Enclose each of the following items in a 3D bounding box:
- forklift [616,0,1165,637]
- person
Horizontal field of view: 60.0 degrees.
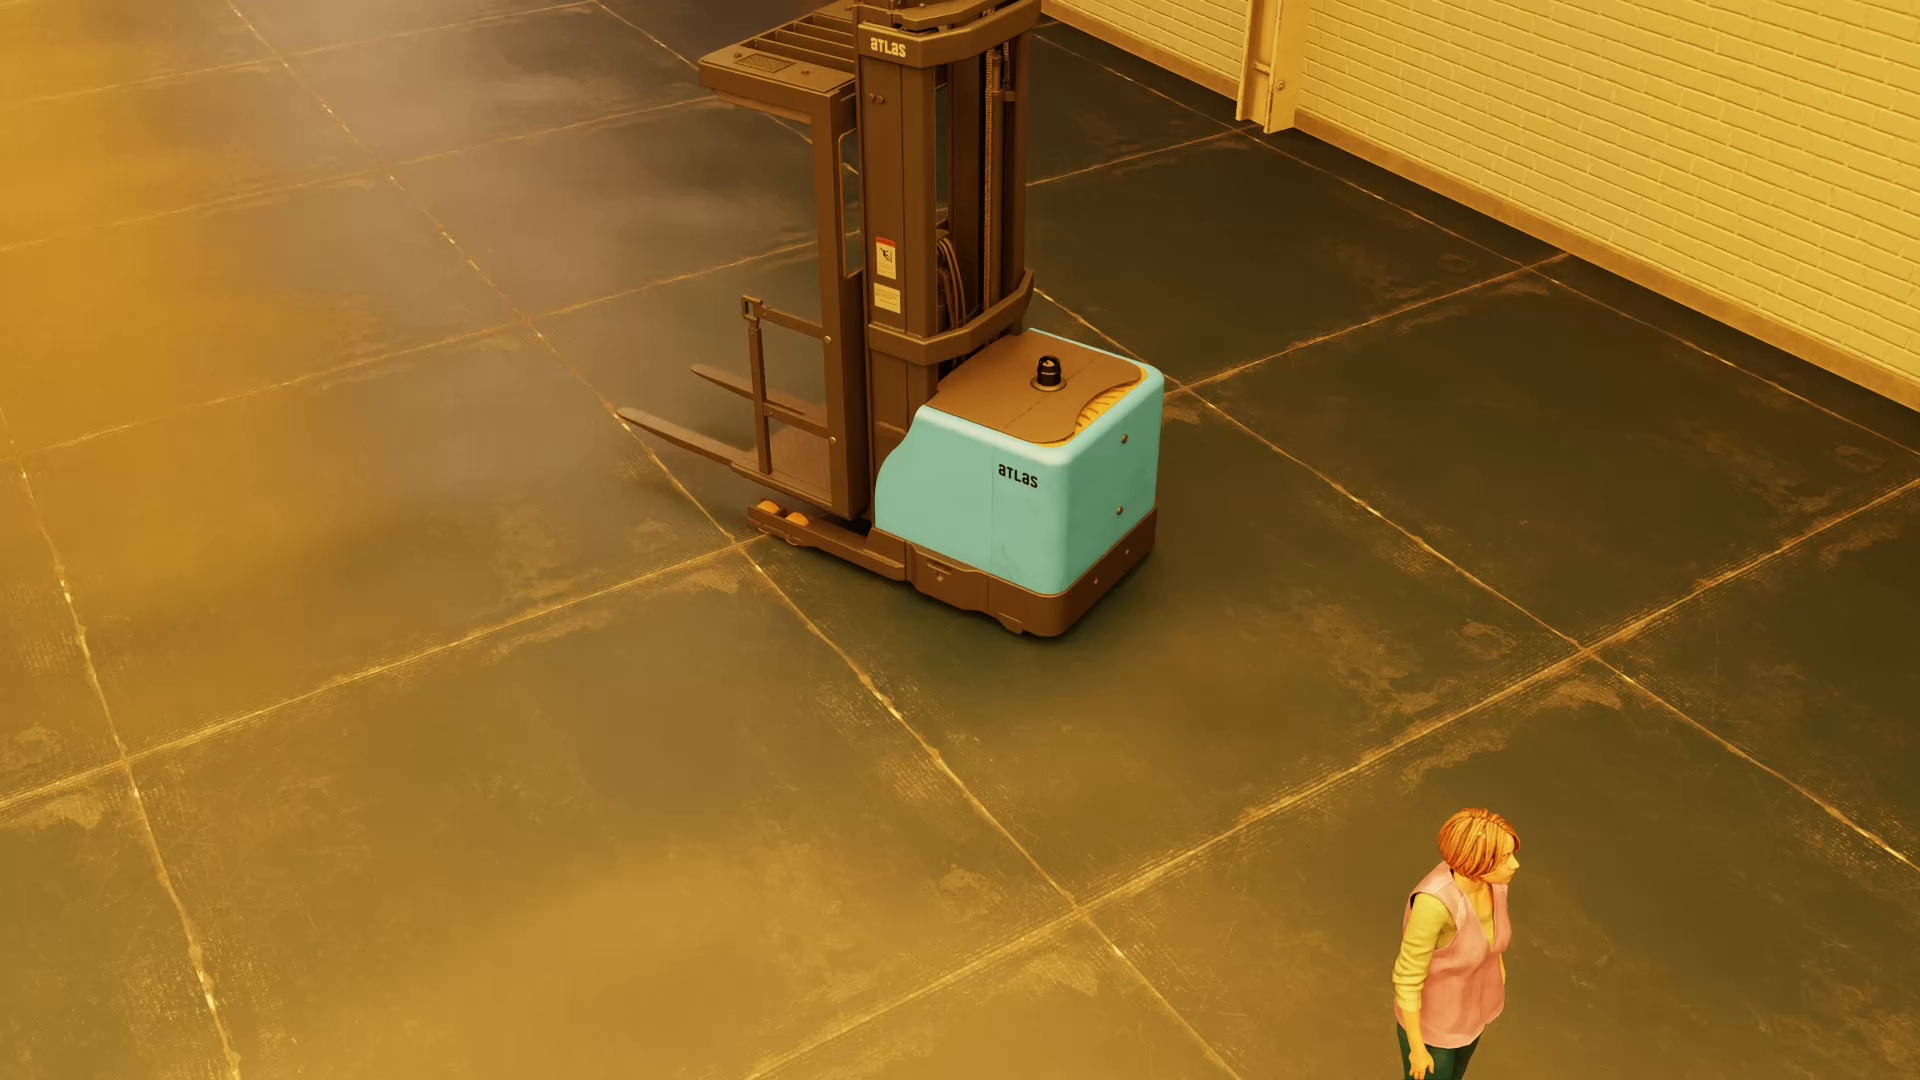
[{"bbox_3d":[-0.500,-1.399,8.138,3.031,2.935,1.130,22,41,28],"label":"forklift"},{"bbox_3d":[1.562,1.513,5.142,0.520,1.600,0.472,-28,44,-34],"label":"person"}]
